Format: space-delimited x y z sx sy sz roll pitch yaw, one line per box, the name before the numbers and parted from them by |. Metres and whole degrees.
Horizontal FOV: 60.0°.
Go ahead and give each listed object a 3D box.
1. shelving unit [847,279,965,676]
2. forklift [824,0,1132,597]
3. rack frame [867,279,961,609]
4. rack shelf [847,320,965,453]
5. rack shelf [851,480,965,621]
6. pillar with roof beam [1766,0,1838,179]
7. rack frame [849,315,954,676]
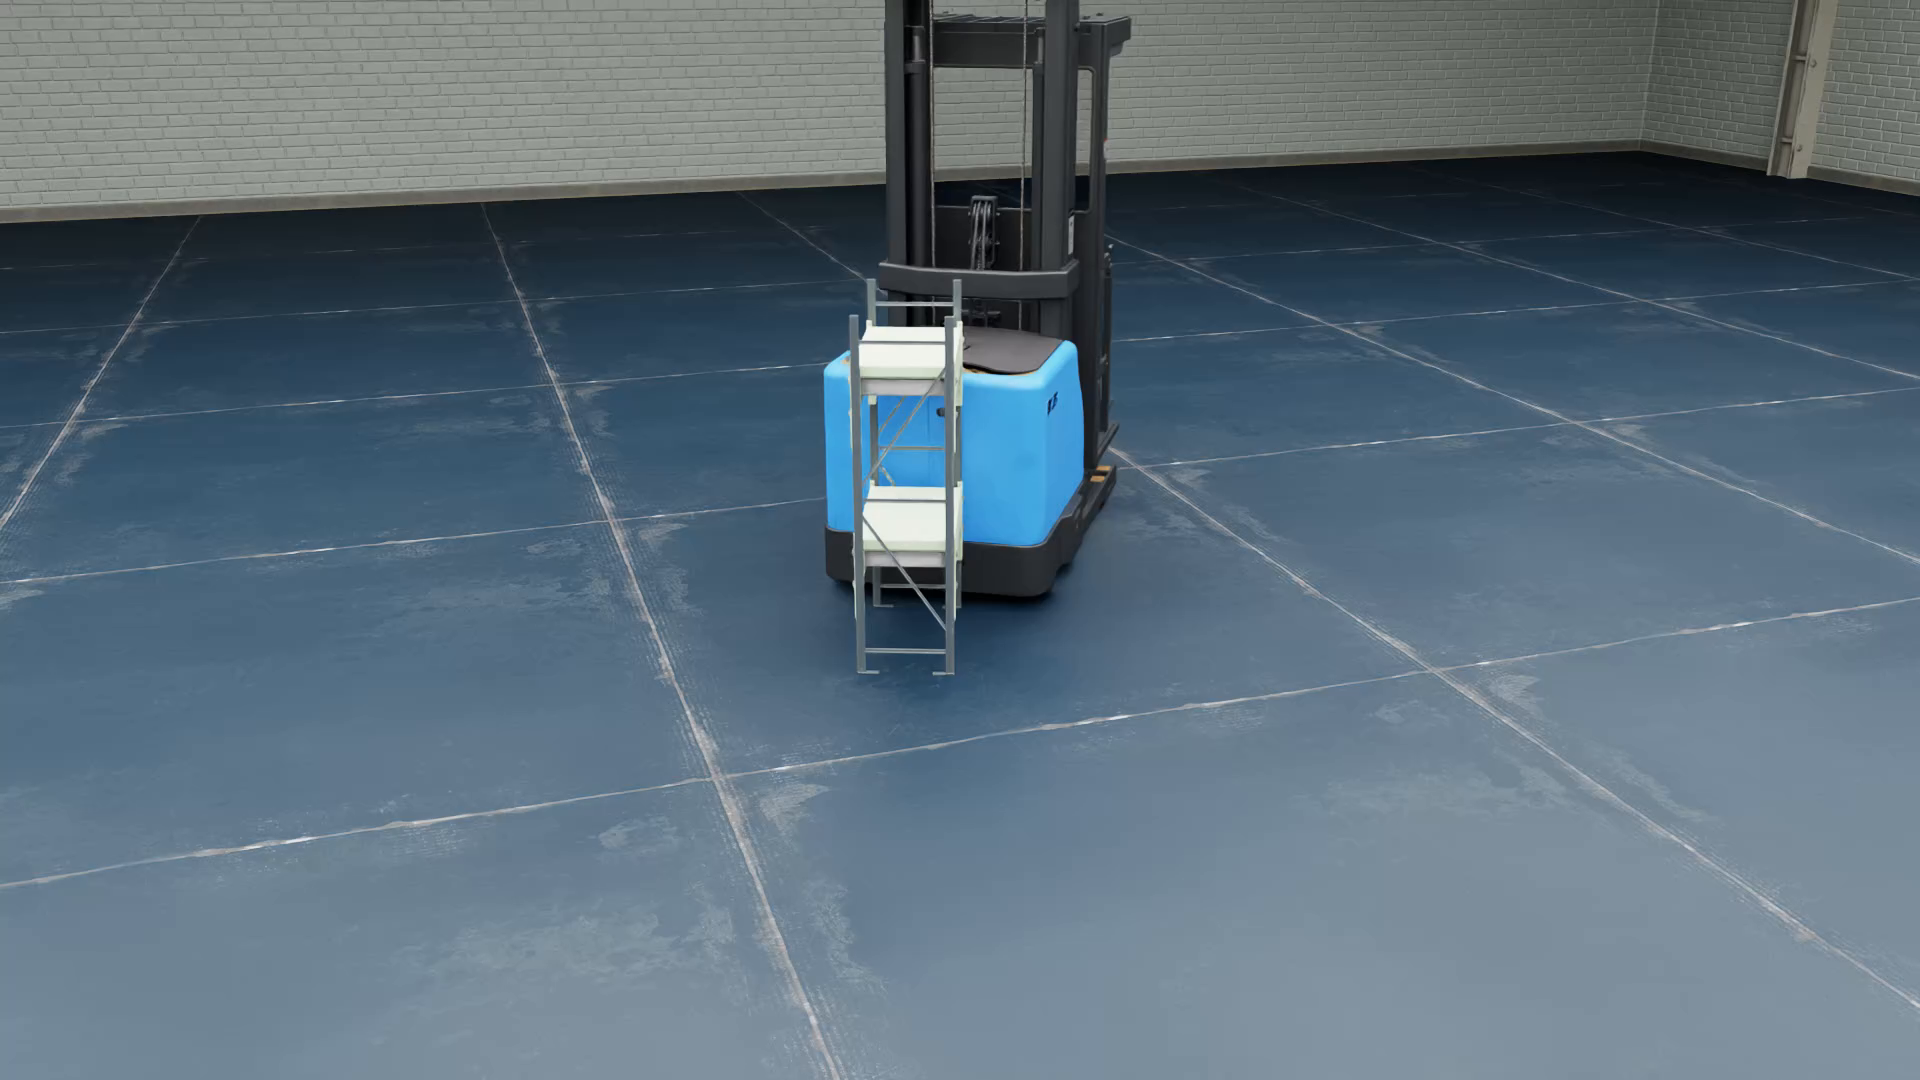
shelving unit | -0.209 -0.275 6.963 0.431 1.500 0.755 1 20 2
forklift | 0.237 -1.586 8.496 1.130 2.935 3.031 5 20 14
rack frame | -0.194 -0.398 7.307 0.400 1.500 0.023 1 20 2
rack shelf | -0.209 -0.642 6.831 0.431 0.370 0.720 1 20 2
rack shelf | -0.209 0.032 7.073 0.431 0.370 0.720 1 20 2
pillar with roof beam | 6.618 -8.486 18.730 9.100 9.000 0.400 -6 21 -17
rack frame | -0.224 -0.151 6.618 0.400 1.500 0.023 1 20 2
